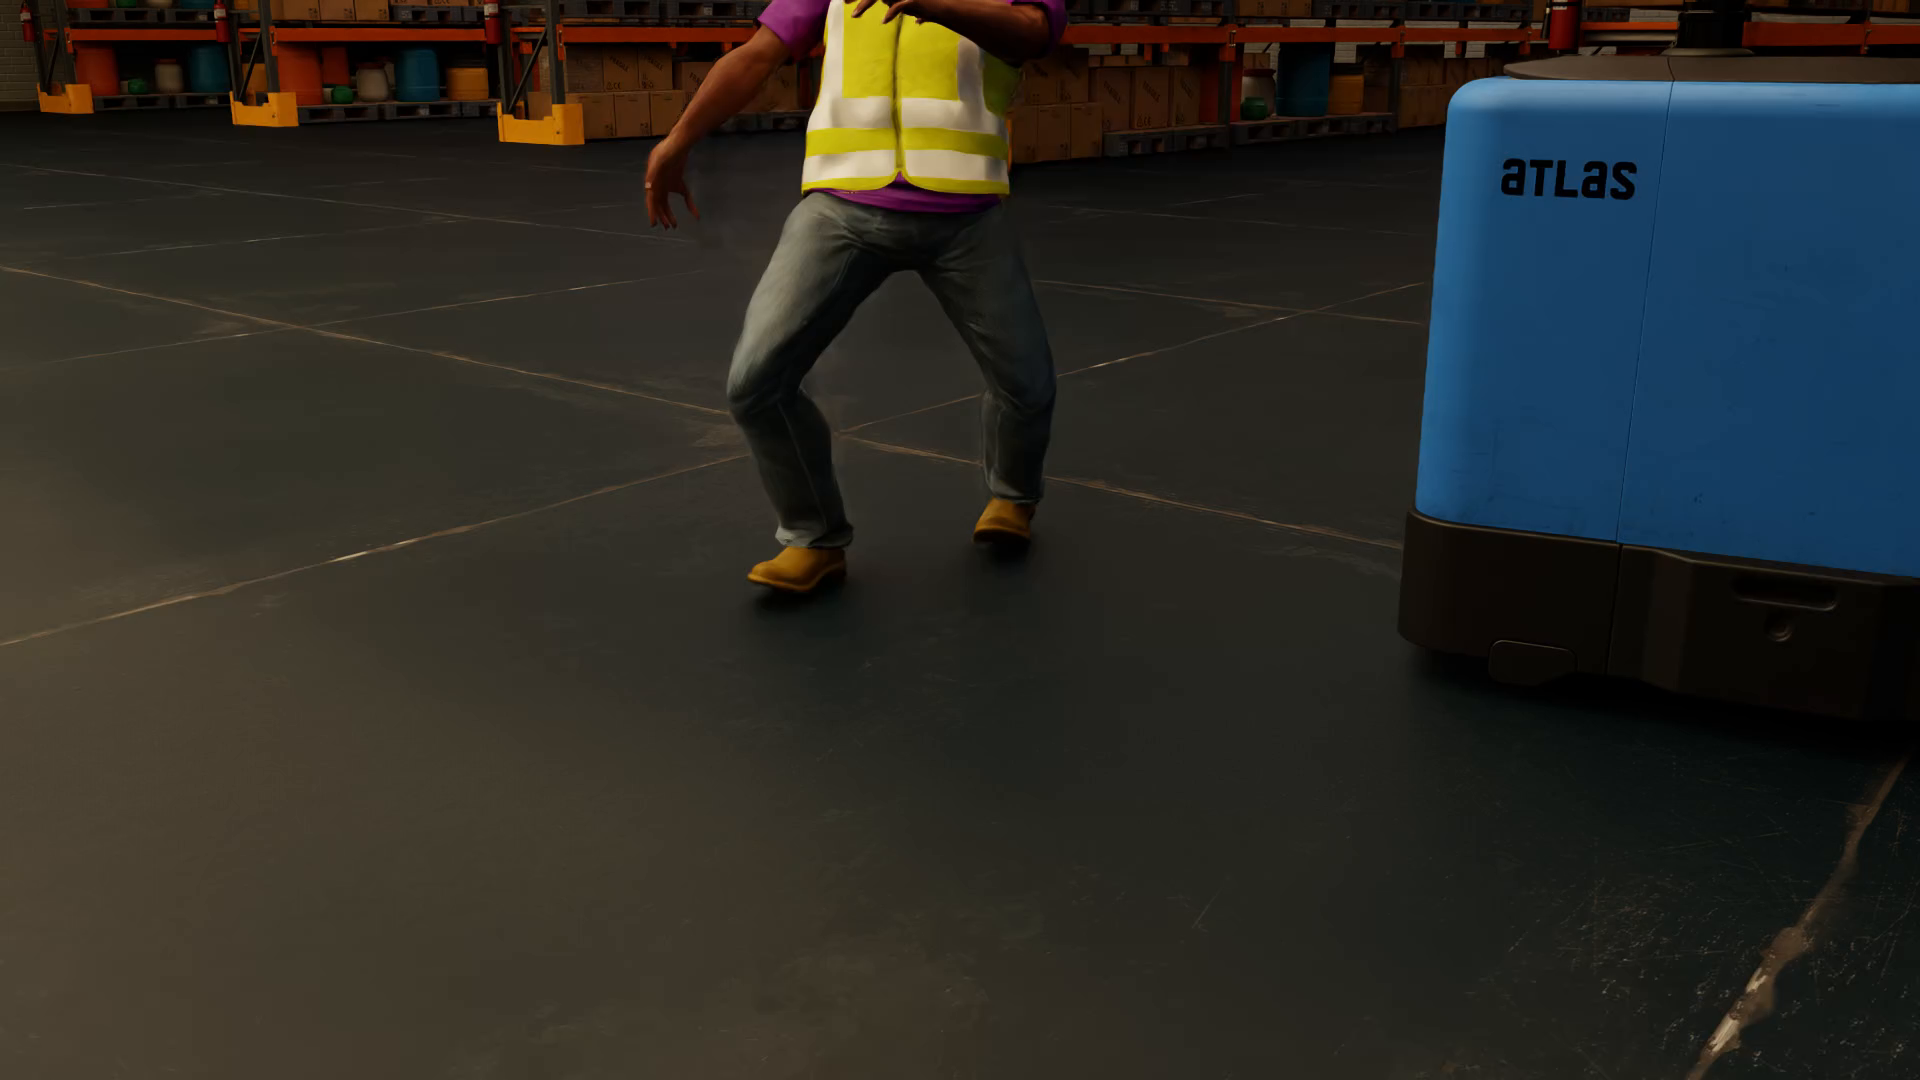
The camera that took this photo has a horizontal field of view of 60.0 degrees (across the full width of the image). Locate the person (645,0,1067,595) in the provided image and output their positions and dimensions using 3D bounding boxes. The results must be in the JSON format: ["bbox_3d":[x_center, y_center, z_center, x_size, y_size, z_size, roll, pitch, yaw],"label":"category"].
[{"bbox_3d":[-0.215,-0.682,3.398,0.861,1.604,0.866,0,17,0],"label":"person"}]

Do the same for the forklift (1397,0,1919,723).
[{"bbox_3d":[2.379,-1.090,2.489,3.031,2.935,1.130,8,19,24],"label":"forklift"}]
